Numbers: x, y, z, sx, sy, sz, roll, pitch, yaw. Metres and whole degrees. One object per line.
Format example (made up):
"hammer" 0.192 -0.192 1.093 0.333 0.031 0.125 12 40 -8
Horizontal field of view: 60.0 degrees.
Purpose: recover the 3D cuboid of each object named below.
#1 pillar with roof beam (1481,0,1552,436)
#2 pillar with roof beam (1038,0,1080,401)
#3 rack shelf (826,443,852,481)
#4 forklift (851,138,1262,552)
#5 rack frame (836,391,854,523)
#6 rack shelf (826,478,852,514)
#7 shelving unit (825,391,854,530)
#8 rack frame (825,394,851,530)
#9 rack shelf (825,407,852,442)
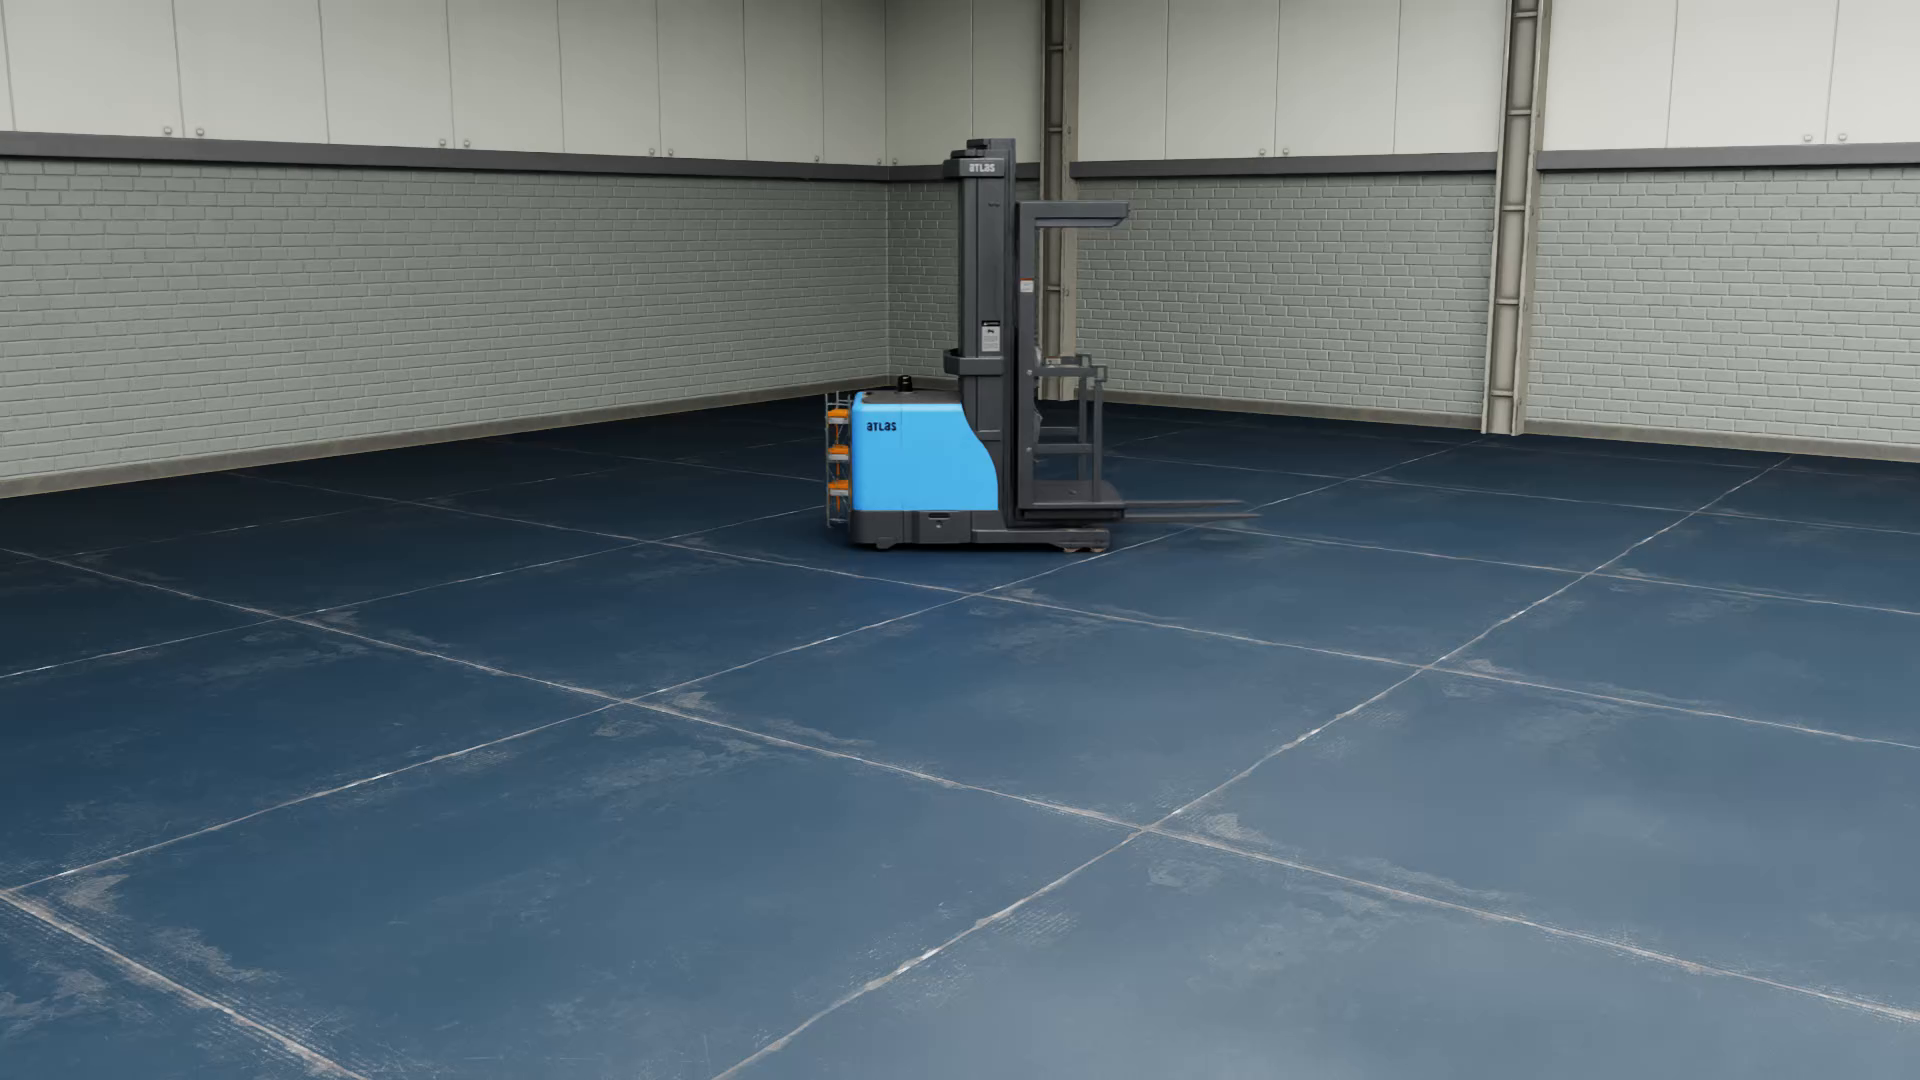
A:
"pillar with roof beam" 3.576 -4.966 14.509 0.400 9.000 9.100 8 13 36
"pillar with roof beam" -1.260 -5.641 17.996 0.400 9.000 9.100 8 13 36
"rack shelf" -0.907 -0.614 12.994 0.215 0.259 0.240 3 11 16
"forklift" 0.706 -1.453 12.322 3.031 2.935 1.130 0 11 -2
"rack frame" -0.873 -0.647 13.107 0.200 1.050 0.008 3 11 16
"rack shelf" -0.907 -0.341 13.047 0.215 0.259 0.240 3 11 16
"shelving unit" -0.907 -0.624 12.992 0.215 1.050 0.252 3 11 16
"rack frame" -0.940 -0.602 12.877 0.200 1.050 0.008 3 11 16
"rack shelf" -0.907 -0.892 12.940 0.215 0.259 0.240 3 11 16
